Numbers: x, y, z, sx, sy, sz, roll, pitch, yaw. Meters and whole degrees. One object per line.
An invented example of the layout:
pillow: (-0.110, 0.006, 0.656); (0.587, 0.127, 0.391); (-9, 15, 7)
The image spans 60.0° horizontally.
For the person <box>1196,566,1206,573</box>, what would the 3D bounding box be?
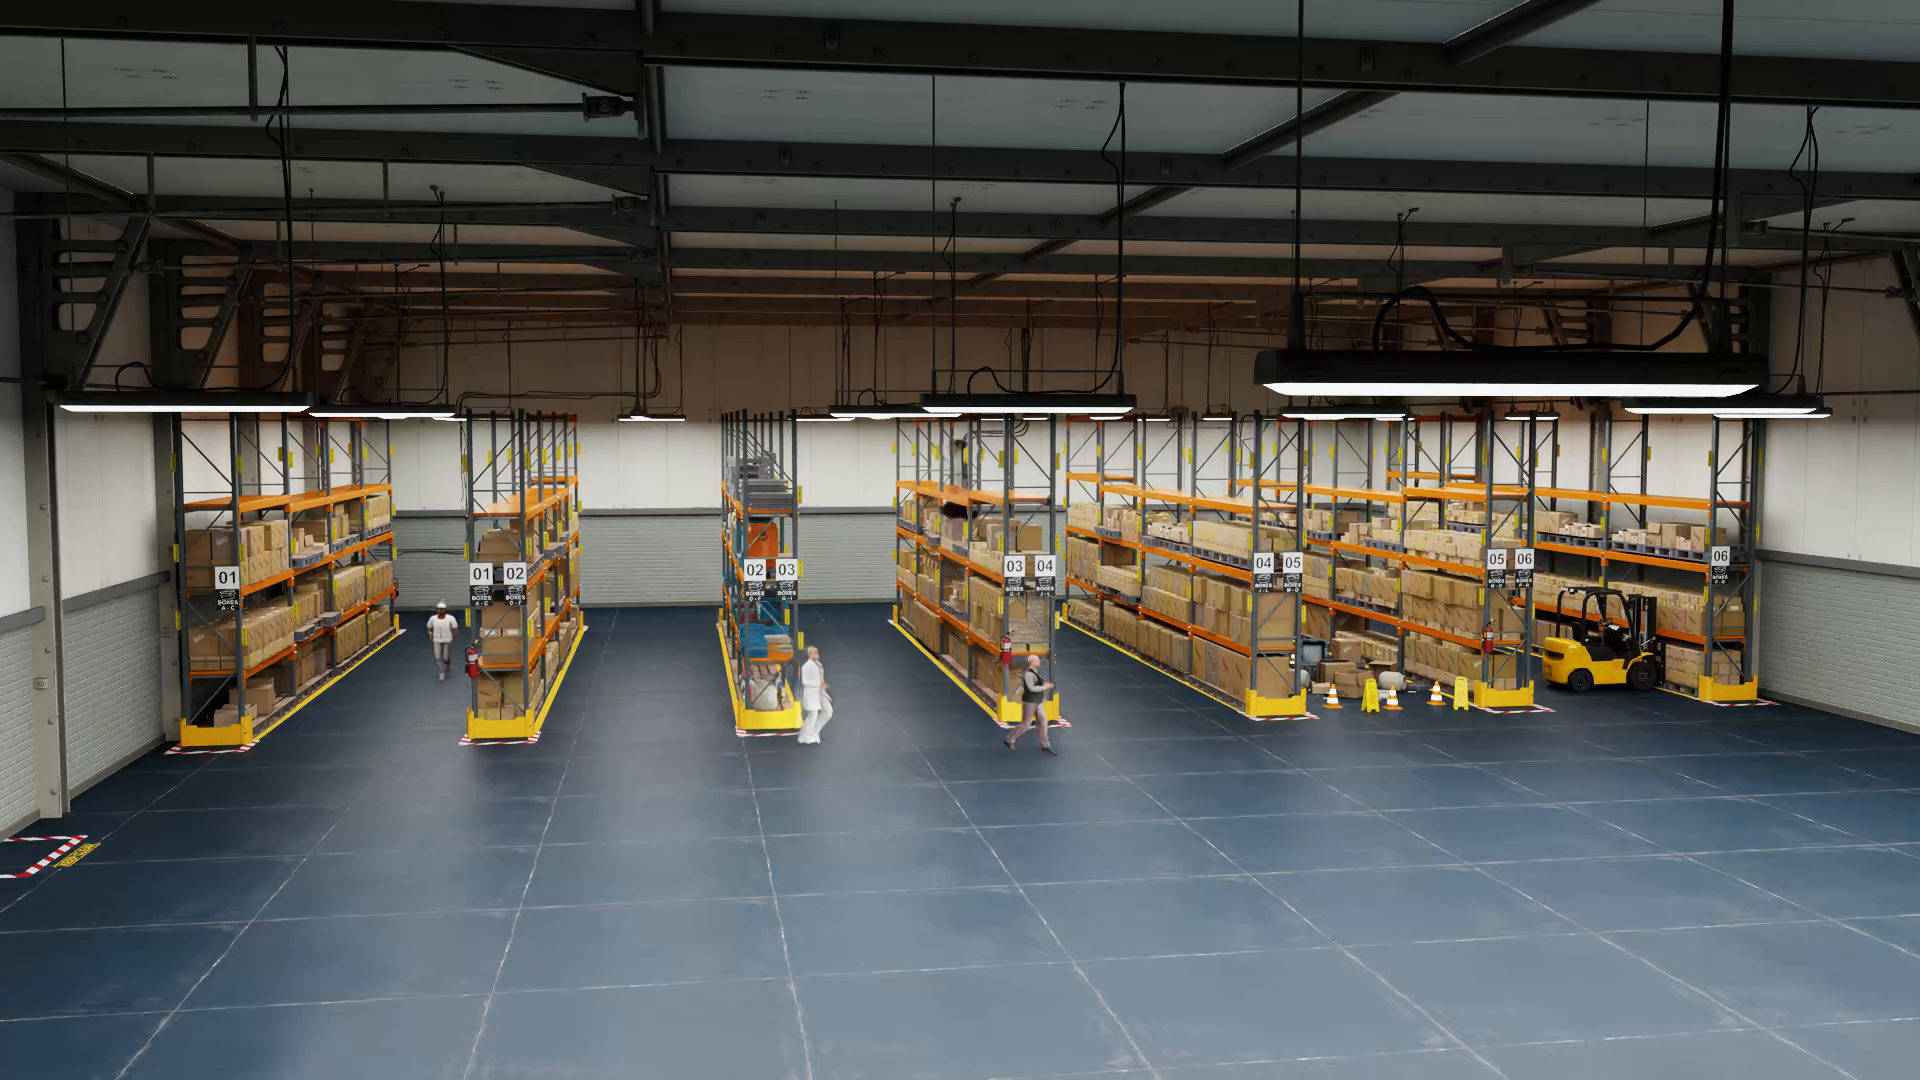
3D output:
person: (7.479, 1.312, 51.802); (0.671, 1.604, 0.505); (-3, 5, -33)

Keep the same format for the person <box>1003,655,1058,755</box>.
person: (1.230, 2.834, 28.665); (0.927, 1.732, 0.644); (1, 4, 17)

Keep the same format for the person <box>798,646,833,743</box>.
person: (-2.571, 2.775, 29.679); (0.722, 1.765, 0.679); (2, 4, 24)

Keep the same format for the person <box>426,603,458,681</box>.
person: (-11.619, 2.268, 37.295); (0.701, 1.732, 0.663); (-1, 4, -8)
